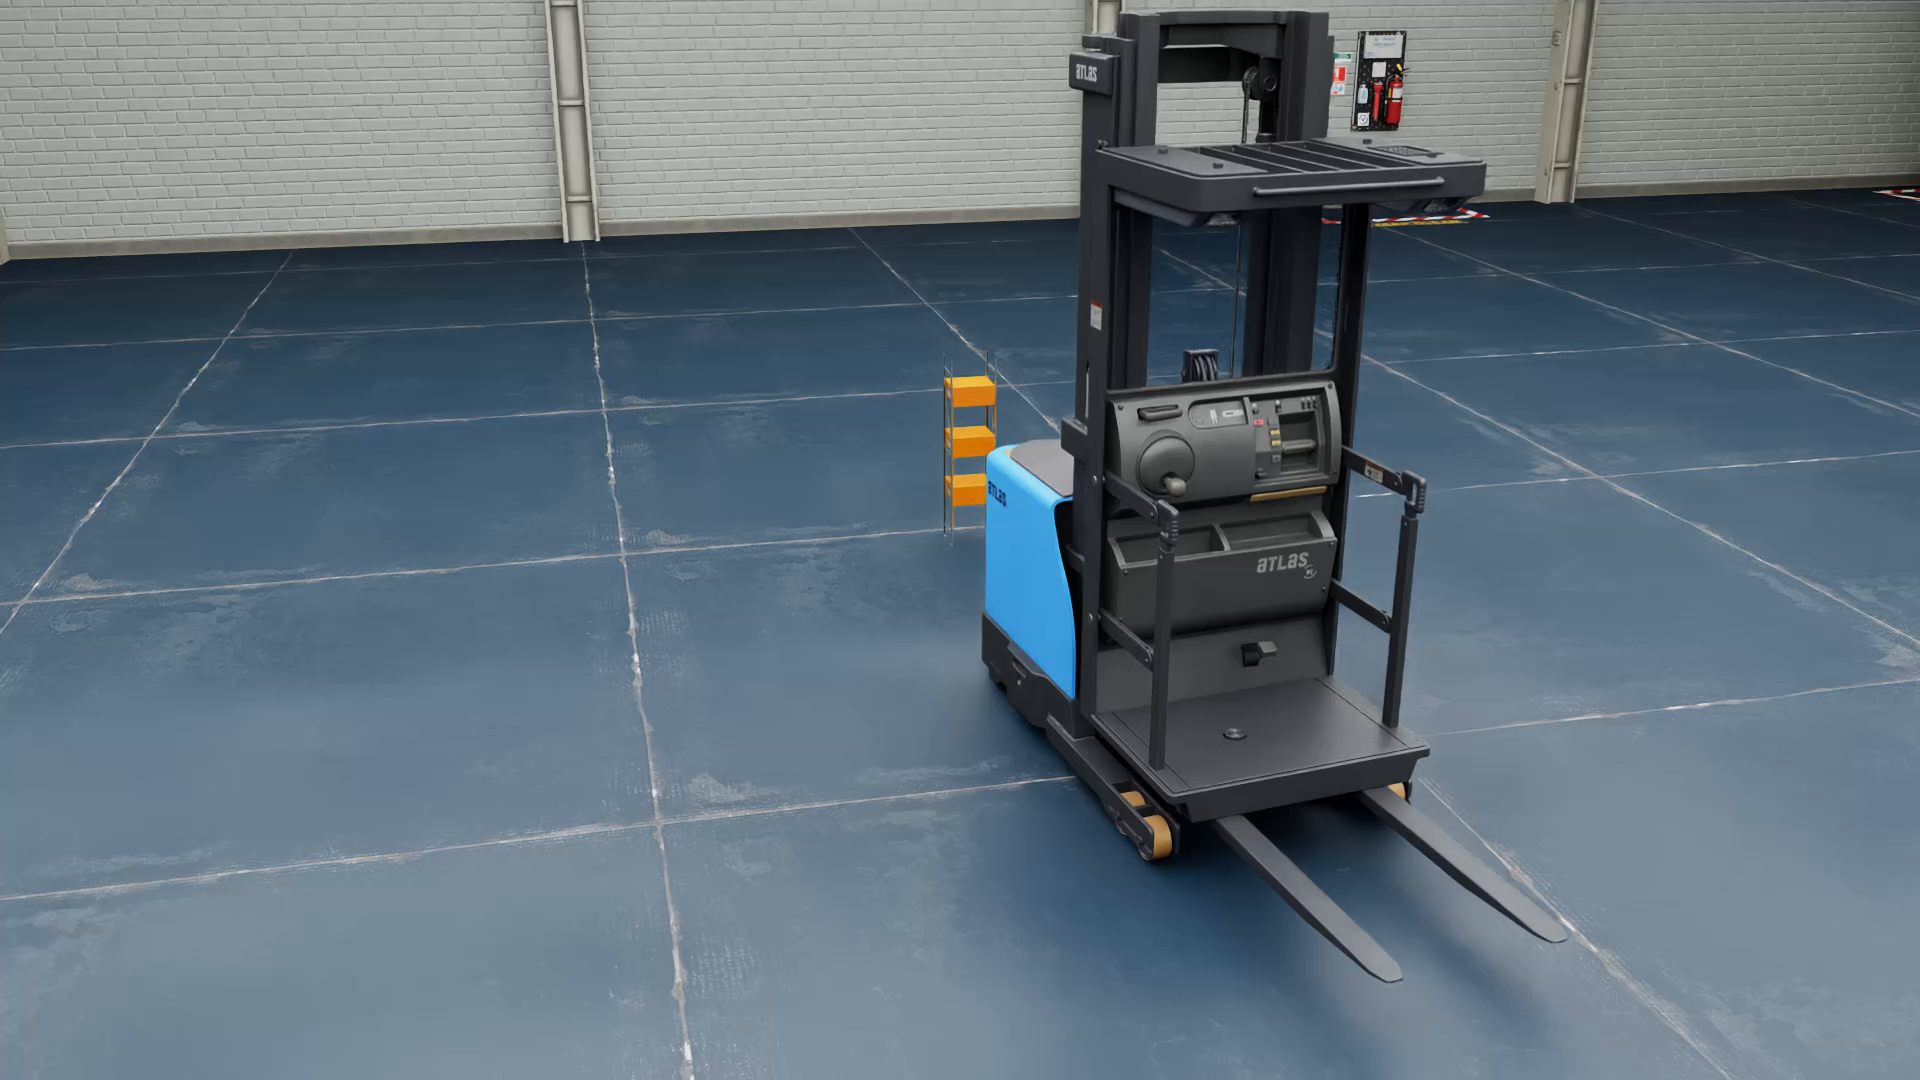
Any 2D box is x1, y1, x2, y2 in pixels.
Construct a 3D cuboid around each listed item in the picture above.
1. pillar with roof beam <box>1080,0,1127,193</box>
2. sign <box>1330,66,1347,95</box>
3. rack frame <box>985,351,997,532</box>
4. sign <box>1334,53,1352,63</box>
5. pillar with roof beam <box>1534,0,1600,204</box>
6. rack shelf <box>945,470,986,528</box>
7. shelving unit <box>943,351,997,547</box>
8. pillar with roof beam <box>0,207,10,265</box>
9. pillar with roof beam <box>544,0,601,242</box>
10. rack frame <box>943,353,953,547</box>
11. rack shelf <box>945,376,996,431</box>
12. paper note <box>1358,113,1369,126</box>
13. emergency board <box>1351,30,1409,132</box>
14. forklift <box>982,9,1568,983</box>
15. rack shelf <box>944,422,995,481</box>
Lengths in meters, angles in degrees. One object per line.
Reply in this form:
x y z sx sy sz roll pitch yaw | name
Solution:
2.644 -6.587 14.215 0.400 9.000 9.100 -5 21 -12 | pillar with roof beam
4.517 -5.511 19.947 0.234 0.329 0.001 -5 21 -12 | sign
0.171 -0.507 9.172 0.008 1.050 0.200 -5 21 -12 | rack frame
4.523 -5.757 19.848 0.331 0.109 0.001 -5 21 -12 | sign
8.483 -7.062 15.511 0.400 9.000 9.100 -5 21 -12 | pillar with roof beam
0.052 -0.226 9.245 0.240 0.259 0.215 -5 21 -12 | rack shelf
0.052 -0.497 9.146 0.252 1.050 0.215 -5 21 -12 | shelving unit
-9.034 -5.638 11.622 0.400 9.000 9.100 -5 21 -12 | pillar with roof beam
-3.195 -6.113 12.918 0.400 9.000 9.100 -5 21 -12 | pillar with roof beam
-0.067 -0.488 9.119 0.008 1.050 0.200 -5 21 -12 | rack frame
0.052 -0.754 9.052 0.240 0.259 0.215 -5 21 -12 | rack shelf
4.891 -5.099 20.154 0.142 0.148 0.016 -5 21 -12 | paper note
5.079 -5.504 19.978 0.643 1.169 0.194 -5 21 -12 | emergency board
1.083 -0.360 6.036 1.130 2.935 3.031 -7 21 -19 | forklift
0.052 -0.487 9.149 0.240 0.259 0.215 -5 21 -12 | rack shelf
